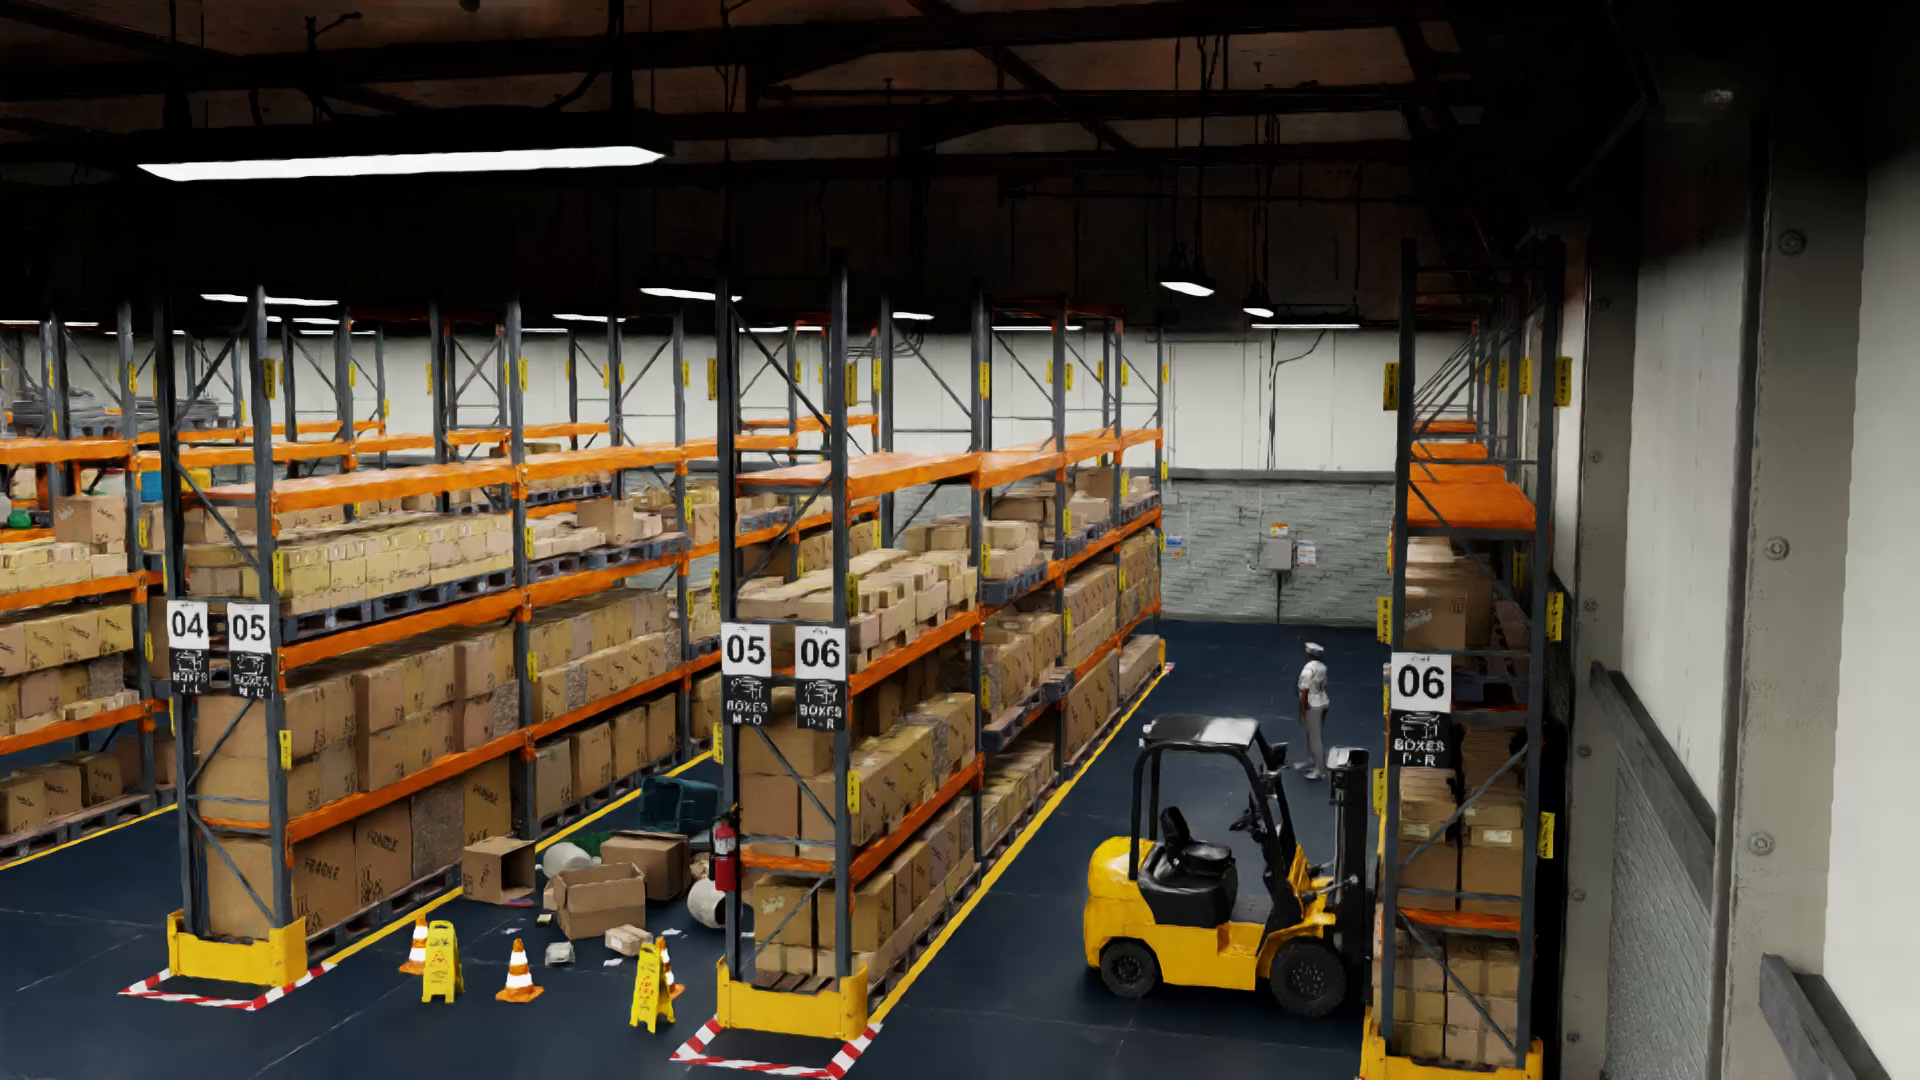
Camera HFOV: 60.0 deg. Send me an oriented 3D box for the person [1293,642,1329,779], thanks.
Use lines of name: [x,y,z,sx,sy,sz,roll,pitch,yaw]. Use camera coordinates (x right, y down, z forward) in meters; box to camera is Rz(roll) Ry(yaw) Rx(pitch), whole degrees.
person: [4.415,2.117,20.903,0.555,1.662,0.587,5,8,37]
